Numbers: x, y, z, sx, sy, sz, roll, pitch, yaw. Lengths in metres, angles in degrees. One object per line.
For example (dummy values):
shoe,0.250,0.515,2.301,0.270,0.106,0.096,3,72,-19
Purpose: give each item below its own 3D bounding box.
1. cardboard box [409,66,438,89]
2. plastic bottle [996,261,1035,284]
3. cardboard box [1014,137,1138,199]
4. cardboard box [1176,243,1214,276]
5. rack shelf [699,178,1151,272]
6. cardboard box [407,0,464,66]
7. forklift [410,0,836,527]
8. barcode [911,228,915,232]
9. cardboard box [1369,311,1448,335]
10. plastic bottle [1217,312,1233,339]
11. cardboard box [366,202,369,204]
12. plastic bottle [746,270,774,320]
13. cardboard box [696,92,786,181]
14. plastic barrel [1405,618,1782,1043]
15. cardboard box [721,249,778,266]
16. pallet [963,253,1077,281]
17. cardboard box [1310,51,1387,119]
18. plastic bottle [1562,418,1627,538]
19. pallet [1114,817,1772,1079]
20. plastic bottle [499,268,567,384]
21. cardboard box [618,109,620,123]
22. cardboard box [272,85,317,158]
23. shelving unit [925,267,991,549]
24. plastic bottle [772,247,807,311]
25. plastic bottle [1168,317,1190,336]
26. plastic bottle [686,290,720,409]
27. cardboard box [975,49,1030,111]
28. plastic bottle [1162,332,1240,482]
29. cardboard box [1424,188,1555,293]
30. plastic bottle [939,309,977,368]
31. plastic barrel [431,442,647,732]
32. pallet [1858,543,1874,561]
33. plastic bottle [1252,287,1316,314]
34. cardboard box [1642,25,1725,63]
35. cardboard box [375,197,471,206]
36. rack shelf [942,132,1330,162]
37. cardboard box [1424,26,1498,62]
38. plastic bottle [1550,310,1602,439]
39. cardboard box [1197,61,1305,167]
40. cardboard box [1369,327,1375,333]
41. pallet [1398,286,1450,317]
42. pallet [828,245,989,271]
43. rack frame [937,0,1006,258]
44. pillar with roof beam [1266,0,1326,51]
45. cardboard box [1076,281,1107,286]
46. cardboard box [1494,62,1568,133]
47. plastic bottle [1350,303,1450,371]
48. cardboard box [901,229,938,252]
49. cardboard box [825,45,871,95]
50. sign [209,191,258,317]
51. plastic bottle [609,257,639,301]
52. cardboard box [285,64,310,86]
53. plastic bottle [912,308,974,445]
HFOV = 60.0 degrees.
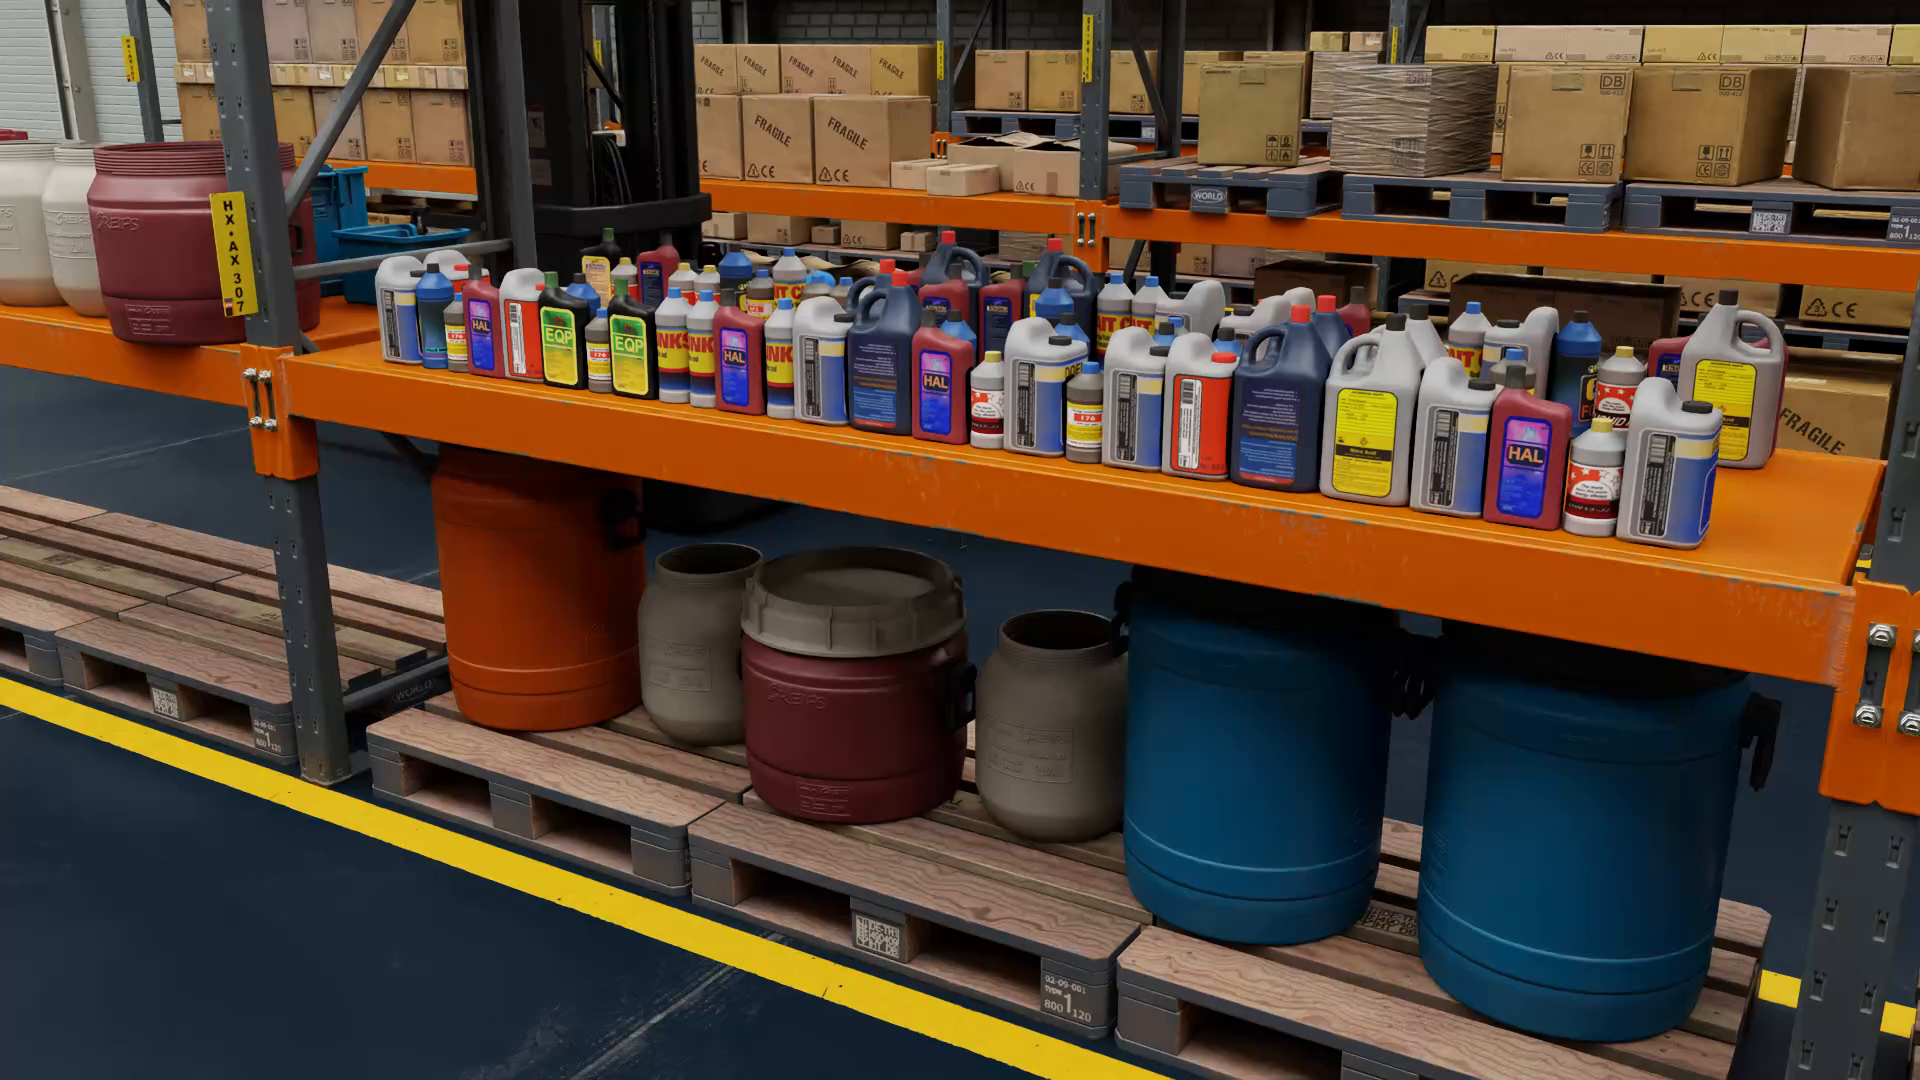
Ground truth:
cardboard box,-3.482,-3.124,11.218,0.250,0.149,0.380,10,20,30
plastic bottle,0.146,-0.592,4.371,0.133,0.283,0.061,10,20,30
cardboard box,0.642,-2.076,9.208,0.500,0.311,0.500,12,20,33
cardboard box,2.061,-2.567,14.214,0.500,0.500,0.700,10,20,30
rack shelf,-0.775,-2.013,10.083,4.000,0.370,1.077,10,20,30
cardboard box,-3.292,-3.472,11.246,0.500,0.500,0.700,10,20,30
forklift,-2.083,-1.768,8.158,3.031,2.935,1.130,11,20,32
barcode,-0.458,-2.972,16.031,0.075,0.075,0.001,10,20,30
cardboard box,2.289,-0.904,8.740,0.500,0.500,0.500,9,19,28
plastic bottle,0.673,-0.453,4.053,0.097,0.201,0.097,0,17,0
cardboard box,-4.688,-2.228,12.274,0.500,0.500,0.500,10,20,30
plastic bottle,-0.564,-0.674,4.780,0.097,0.201,0.097,0,17,0
cardboard box,-1.385,-2.508,10.304,0.500,0.500,0.500,12,21,34
plastic barrel,1.287,0.498,3.468,0.708,0.901,0.600,10,20,30
cardboard box,-1.538,-1.746,11.013,0.500,0.311,0.500,11,20,32
pallet,0.774,-2.436,15.038,1.213,0.211,1.003,10,20,30
cardboard box,3.112,-3.607,13.167,0.500,0.500,0.700,8,18,24
plastic bottle,1.124,-0.114,2.936,0.097,0.201,0.097,0,17,0
pallet,1.106,0.989,3.763,1.213,0.211,1.003,10,20,30
plastic bottle,-1.073,-0.551,4.247,0.135,0.276,0.152,10,20,30
cardboard box,-3.049,-4.282,16.540,0.500,0.250,0.500,9,19,28
cardboard box,-4.627,-3.087,12.212,0.500,0.500,0.700,10,20,30
shelving unit,-0.012,-0.576,7.214,0.189,1.200,0.258,10,20,30
plastic bottle,-0.481,-0.692,4.721,0.097,0.271,0.097,0,17,0
plastic bottle,0.511,-0.430,3.978,0.097,0.201,0.097,0,17,0
plastic bottle,-0.595,-0.454,3.936,0.097,0.271,0.097,0,17,0
cardboard box,0.526,-4.061,14.660,0.500,0.500,0.700,10,20,30
plastic bottle,0.496,-0.271,3.325,0.135,0.276,0.152,10,20,30
cardboard box,4.076,-2.308,12.794,0.750,0.750,0.750,10,19,29
plastic bottle,-0.011,-0.370,3.661,0.097,0.271,0.097,0,17,0
plastic barrel,-1.241,0.081,4.964,0.708,0.830,0.600,10,20,30
pallet,3.624,-0.224,7.756,1.213,0.211,1.003,10,20,30
plastic bottle,0.758,-0.464,3.962,0.135,0.276,0.152,10,20,30
cardboard box,5.095,-3.473,11.645,0.500,0.250,0.500,10,19,29
cardboard box,-3.990,-2.281,12.447,0.500,0.500,0.500,10,20,30
rack shelf,1.814,-3.240,14.124,4.000,0.370,1.077,10,20,30
cardboard box,3.795,-3.701,12.397,0.500,0.250,0.500,11,20,31
plastic bottle,1.348,-0.366,3.646,0.097,0.271,0.097,0,17,0
cardboard box,1.524,-2.233,8.678,0.500,0.500,0.700,4,17,12
cardboard box,2.041,-0.771,8.303,0.500,0.500,0.500,10,19,29
pallet,4.151,-1.807,12.967,1.213,0.211,1.003,10,20,30
pallet,-0.481,-2.648,15.734,1.213,0.211,1.003,10,20,30
rack frame,0.110,-3.888,15.021,0.127,3.000,1.000,10,20,30
pillar with roof beam,0.610,-5.496,9.992,0.400,9.000,9.100,10,20,30
cardboard box,0.636,-1.359,9.736,0.500,0.311,0.500,11,20,32
cardboard box,4.240,-3.260,12.236,0.500,0.500,0.500,11,20,32
plastic bottle,0.863,-0.289,3.256,0.185,0.351,0.144,10,20,30
cardboard box,-0.362,-2.817,15.612,0.250,0.166,0.380,7,18,23
cardboard box,-0.883,-4.255,15.161,0.500,0.500,0.500,10,20,30
sign,-1.949,-0.767,4.465,0.005,0.325,0.100,10,20,30
plastic bottle,-1.010,-0.753,5.042,0.097,0.201,0.097,0,17,0
cardboard box,-4.568,-3.319,11.859,0.250,0.149,0.380,10,19,29
plastic bottle,-0.037,-0.354,3.586,0.133,0.283,0.061,10,20,30
